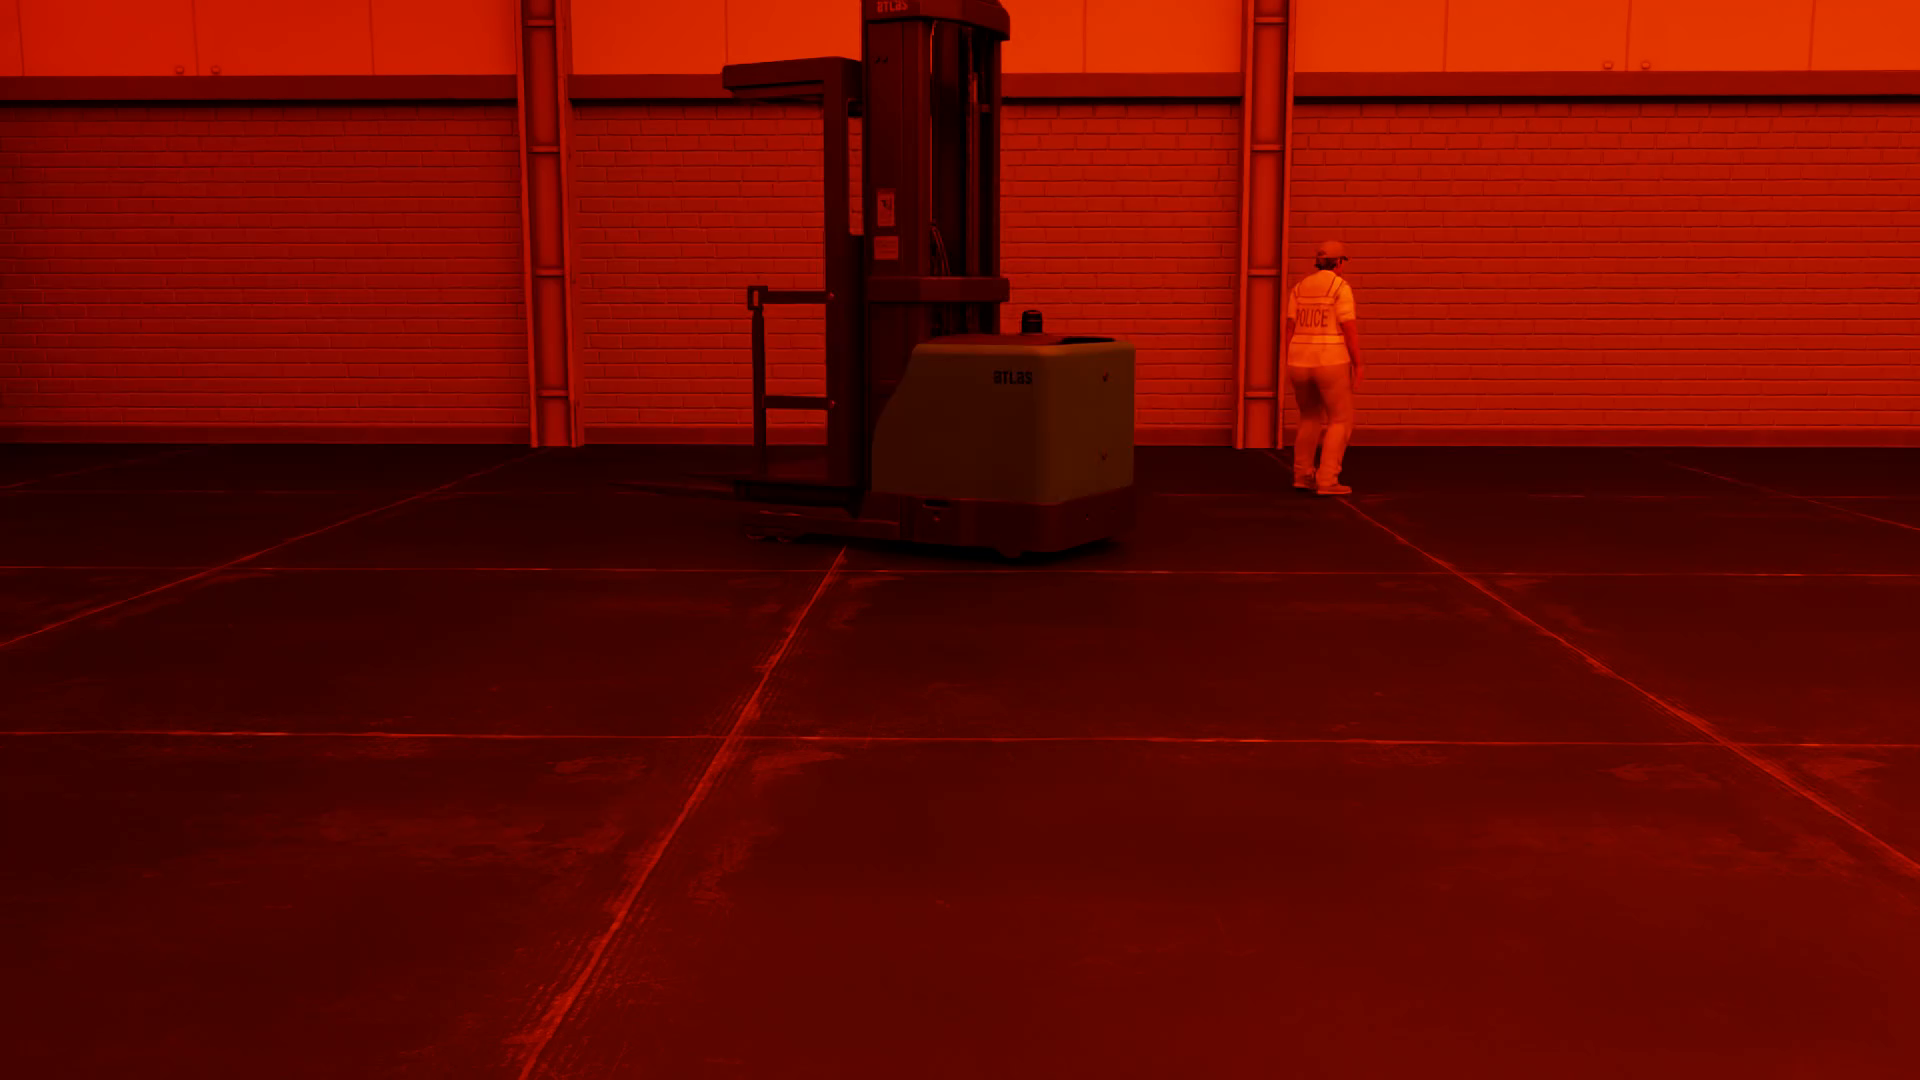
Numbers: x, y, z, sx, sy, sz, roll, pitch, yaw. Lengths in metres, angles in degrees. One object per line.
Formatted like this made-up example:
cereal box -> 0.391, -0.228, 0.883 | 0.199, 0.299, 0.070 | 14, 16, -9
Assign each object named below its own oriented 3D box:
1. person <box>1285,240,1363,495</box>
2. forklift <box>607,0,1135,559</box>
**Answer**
person -> 2.408, -1.121, 10.955 | 0.475, 1.686, 0.561 | -7, 11, -39
forklift -> -0.595, -1.494, 9.075 | 3.031, 2.935, 1.130 | 5, 10, 30
